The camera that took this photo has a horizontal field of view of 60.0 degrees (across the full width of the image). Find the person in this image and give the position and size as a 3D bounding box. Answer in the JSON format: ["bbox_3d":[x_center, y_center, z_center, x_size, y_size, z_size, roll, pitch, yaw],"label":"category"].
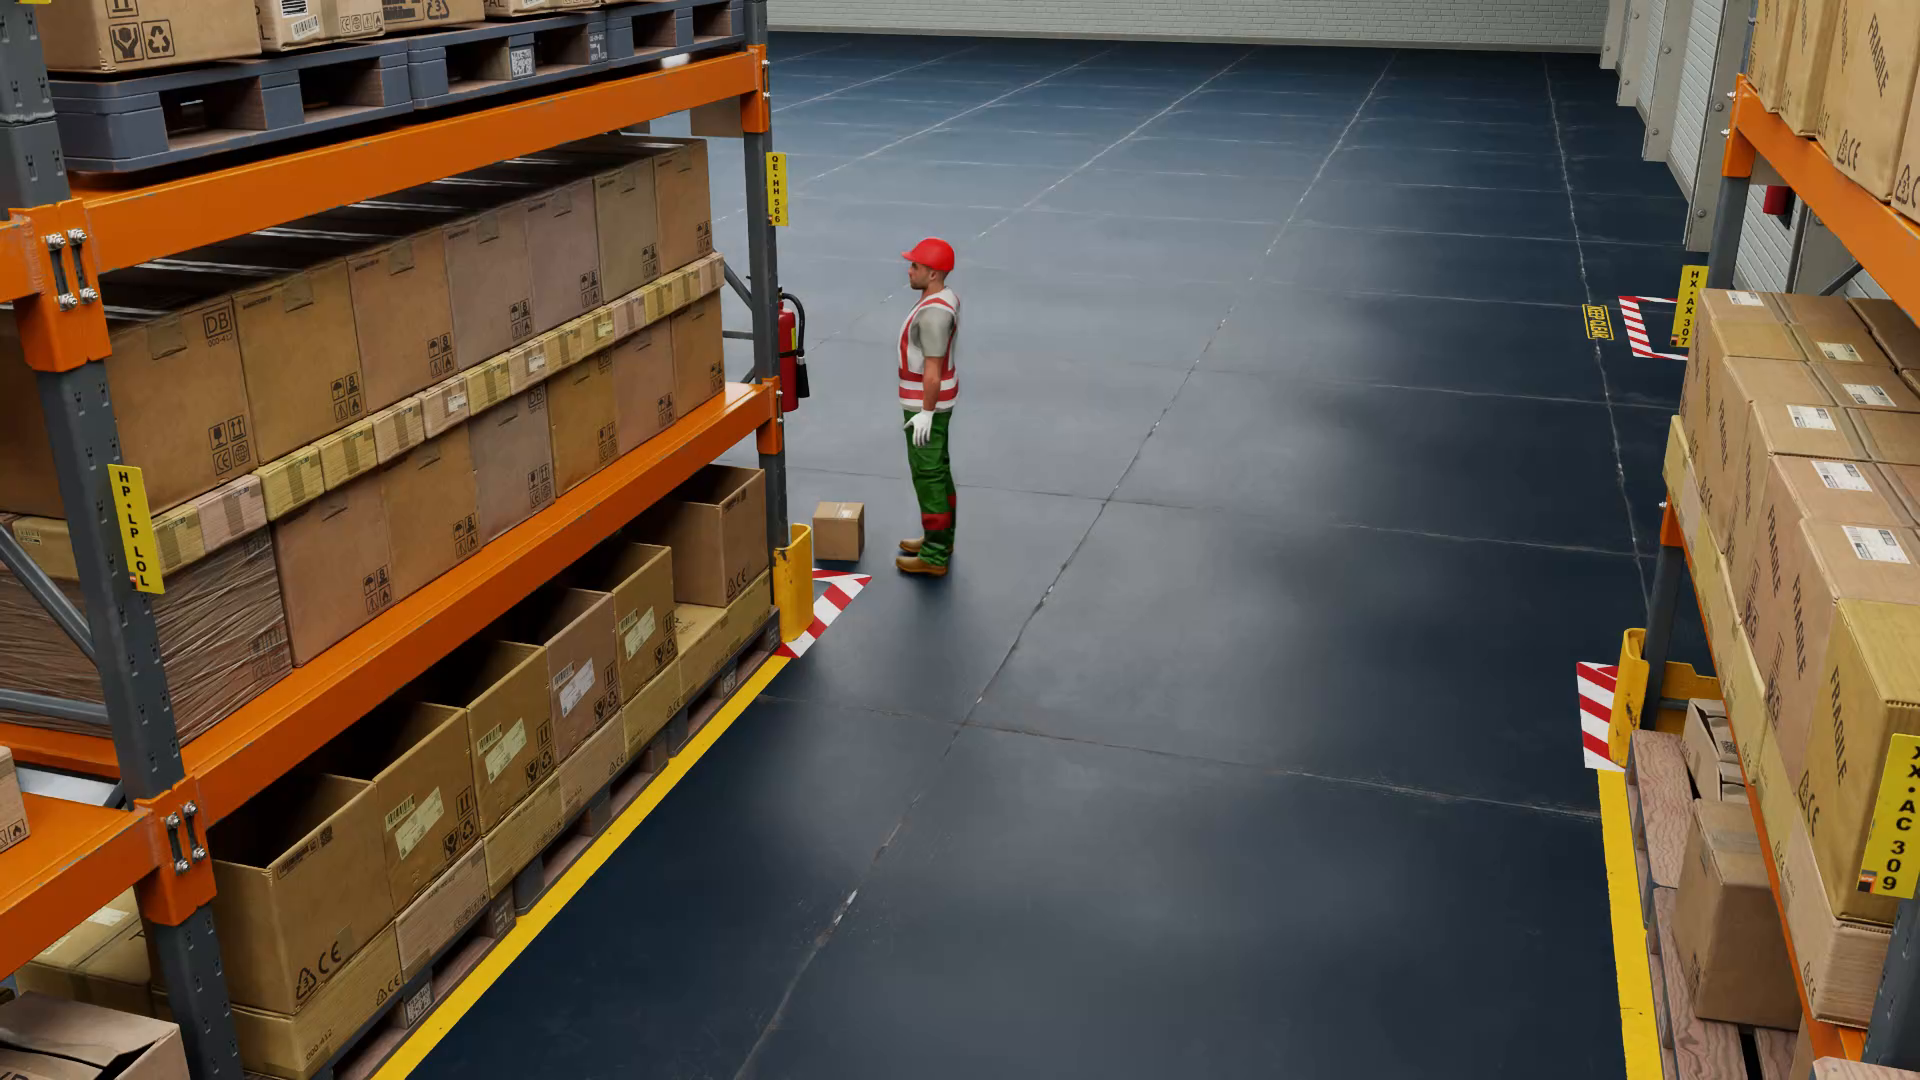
[{"bbox_3d":[-0.176,-0.722,8.859,0.350,1.792,0.534,2,22,5],"label":"person"}]
